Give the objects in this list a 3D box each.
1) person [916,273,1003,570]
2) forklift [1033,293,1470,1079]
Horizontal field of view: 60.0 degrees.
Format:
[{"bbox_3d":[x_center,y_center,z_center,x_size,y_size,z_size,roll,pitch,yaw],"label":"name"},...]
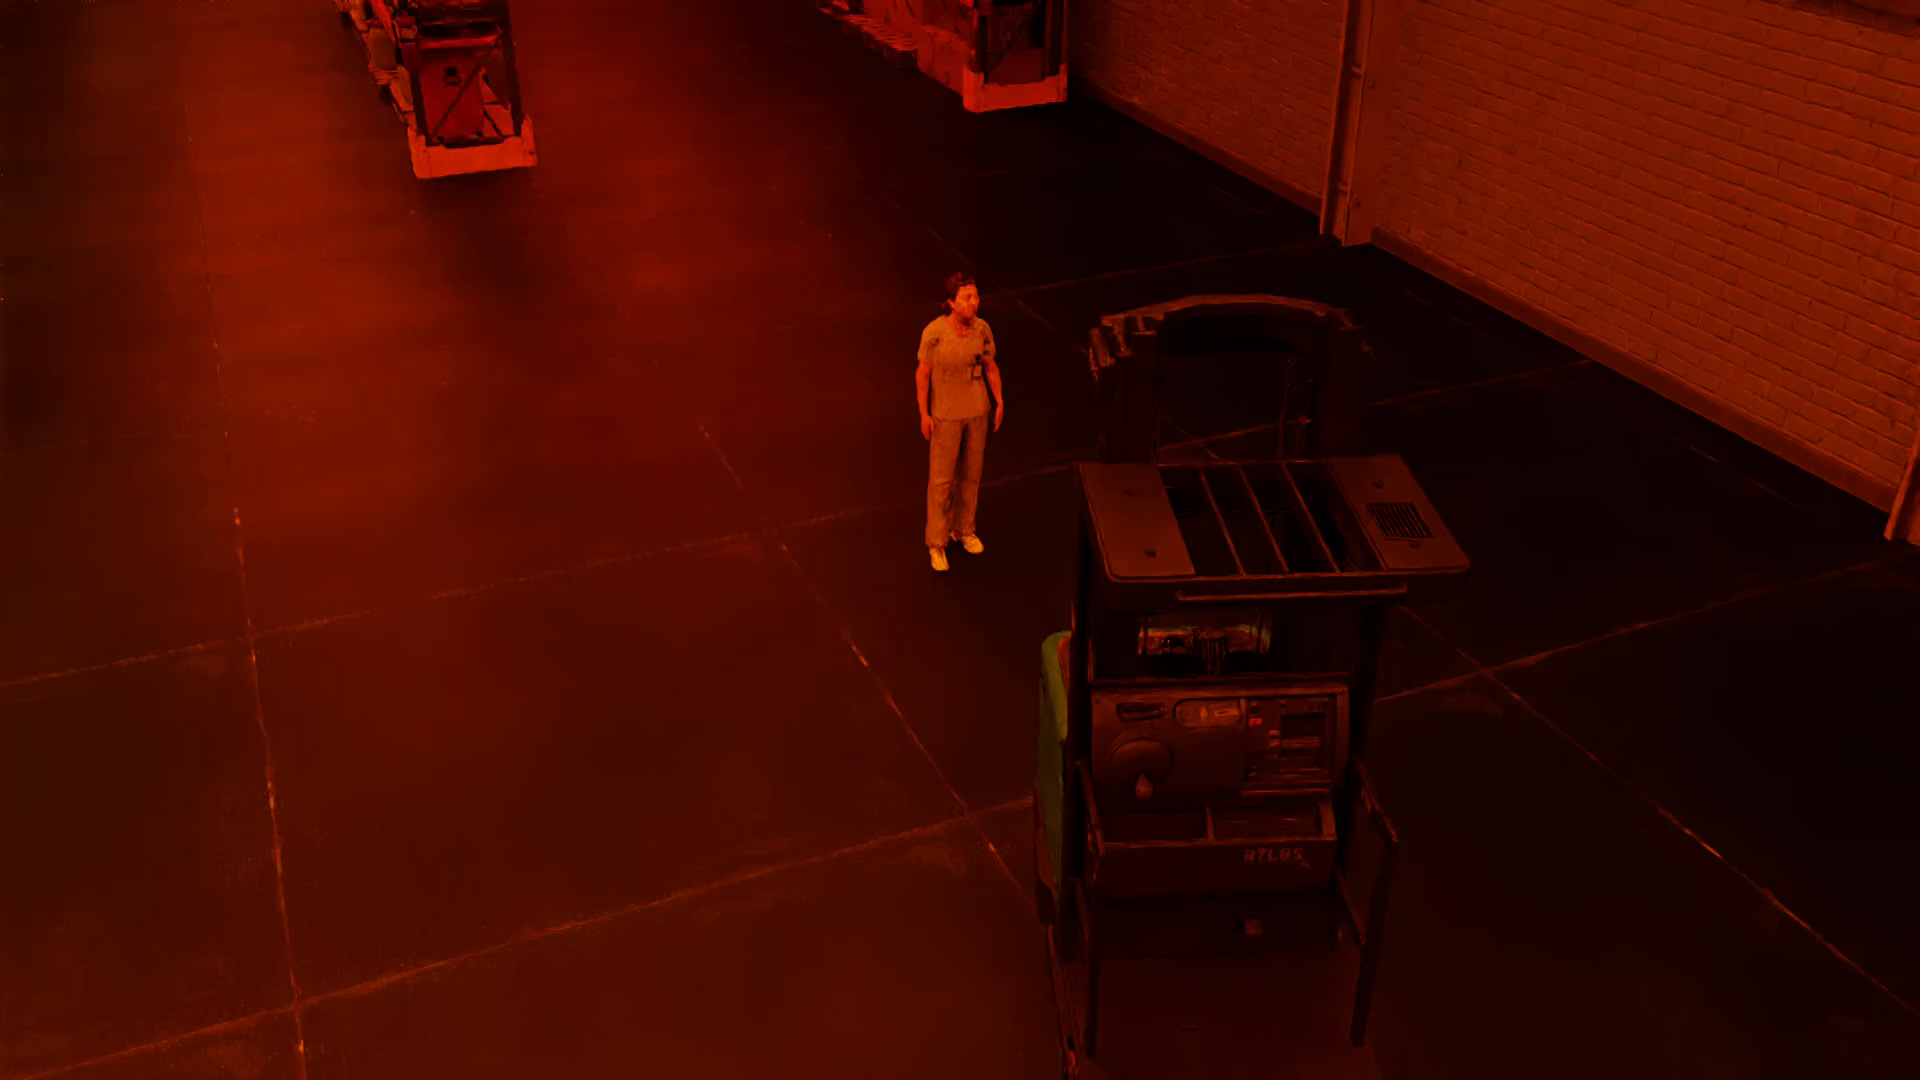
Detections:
[{"bbox_3d":[0.017,-0.697,9.590,0.550,1.674,0.548,-12,32,-20],"label":"person"},{"bbox_3d":[0.948,0.768,5.778,1.130,2.935,3.031,-2,30,-3],"label":"forklift"}]
